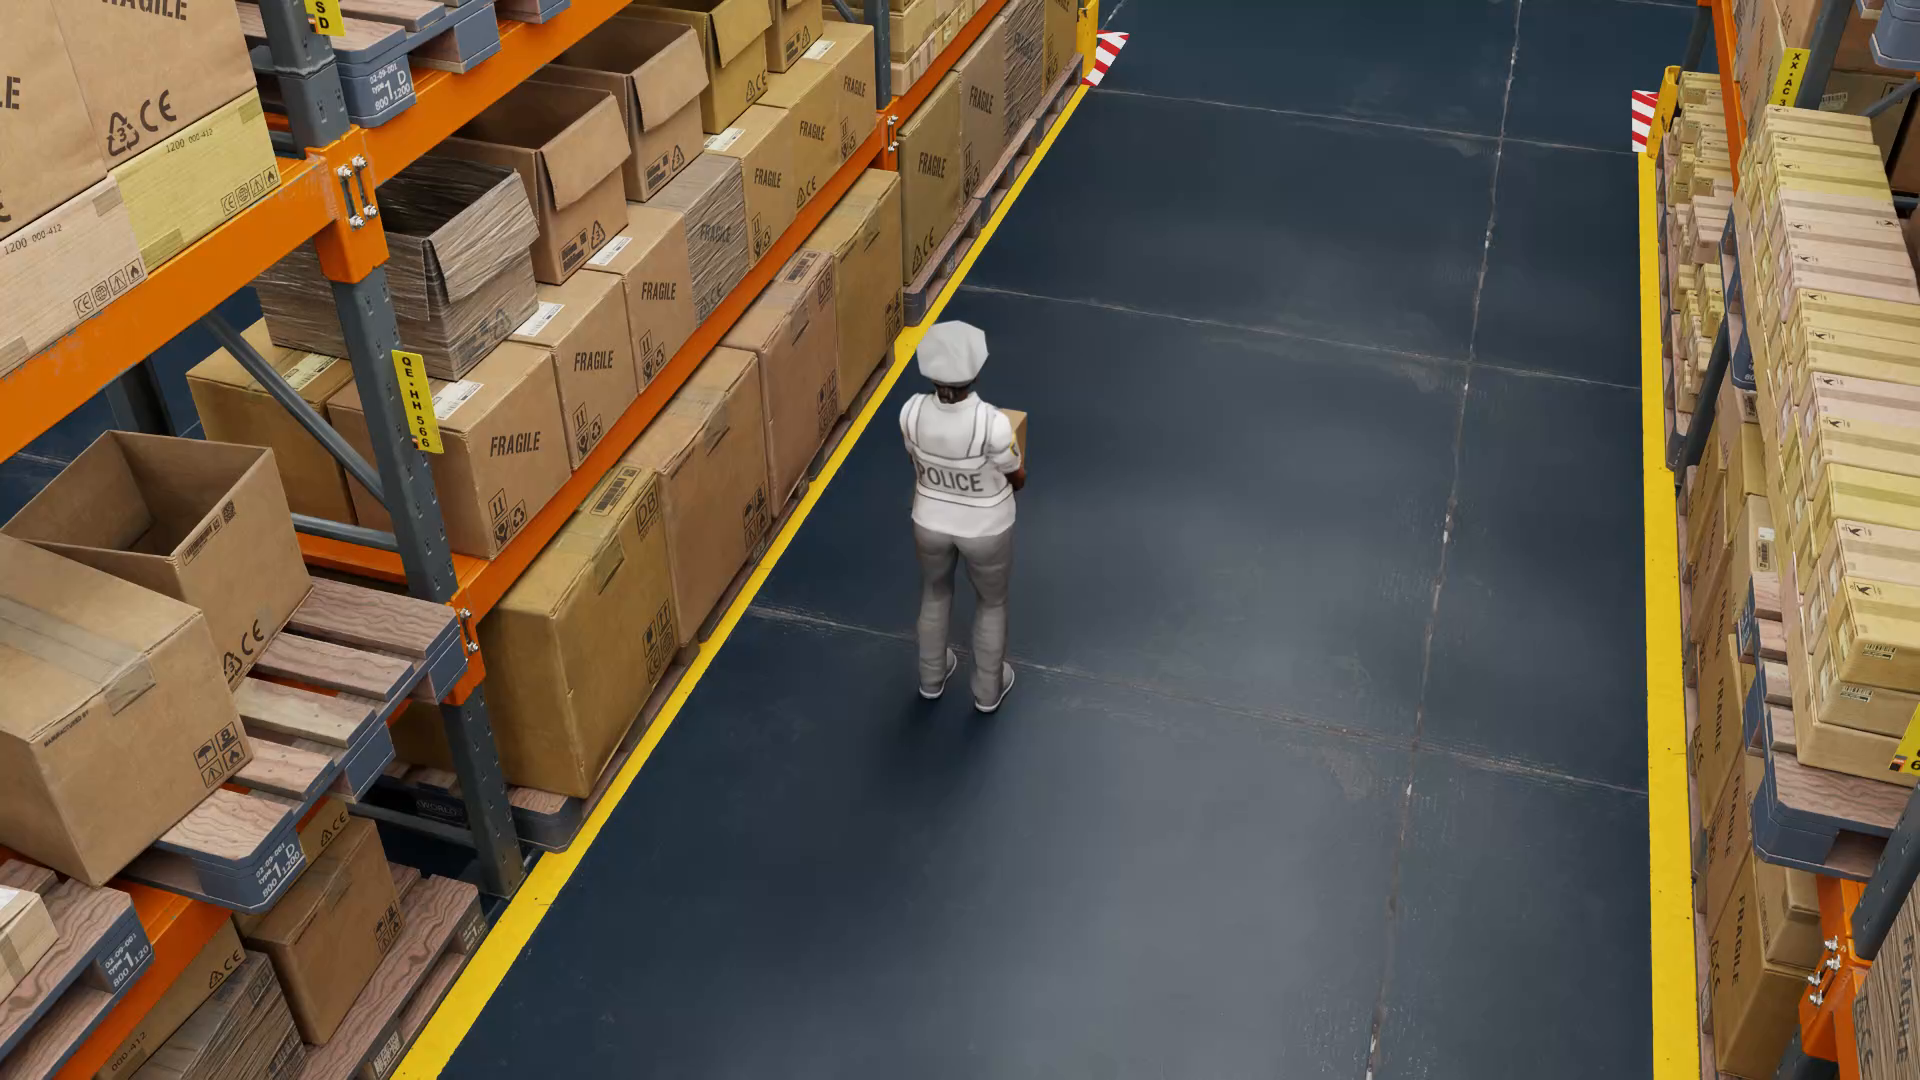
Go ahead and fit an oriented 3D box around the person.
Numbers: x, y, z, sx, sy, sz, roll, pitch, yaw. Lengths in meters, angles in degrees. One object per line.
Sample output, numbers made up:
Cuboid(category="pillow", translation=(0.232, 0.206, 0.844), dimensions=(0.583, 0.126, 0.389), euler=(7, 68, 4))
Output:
Cuboid(category="person", translation=(0.036, -0.111, 6.278), dimensions=(0.451, 1.688, 0.525), euler=(11, 39, 15))
